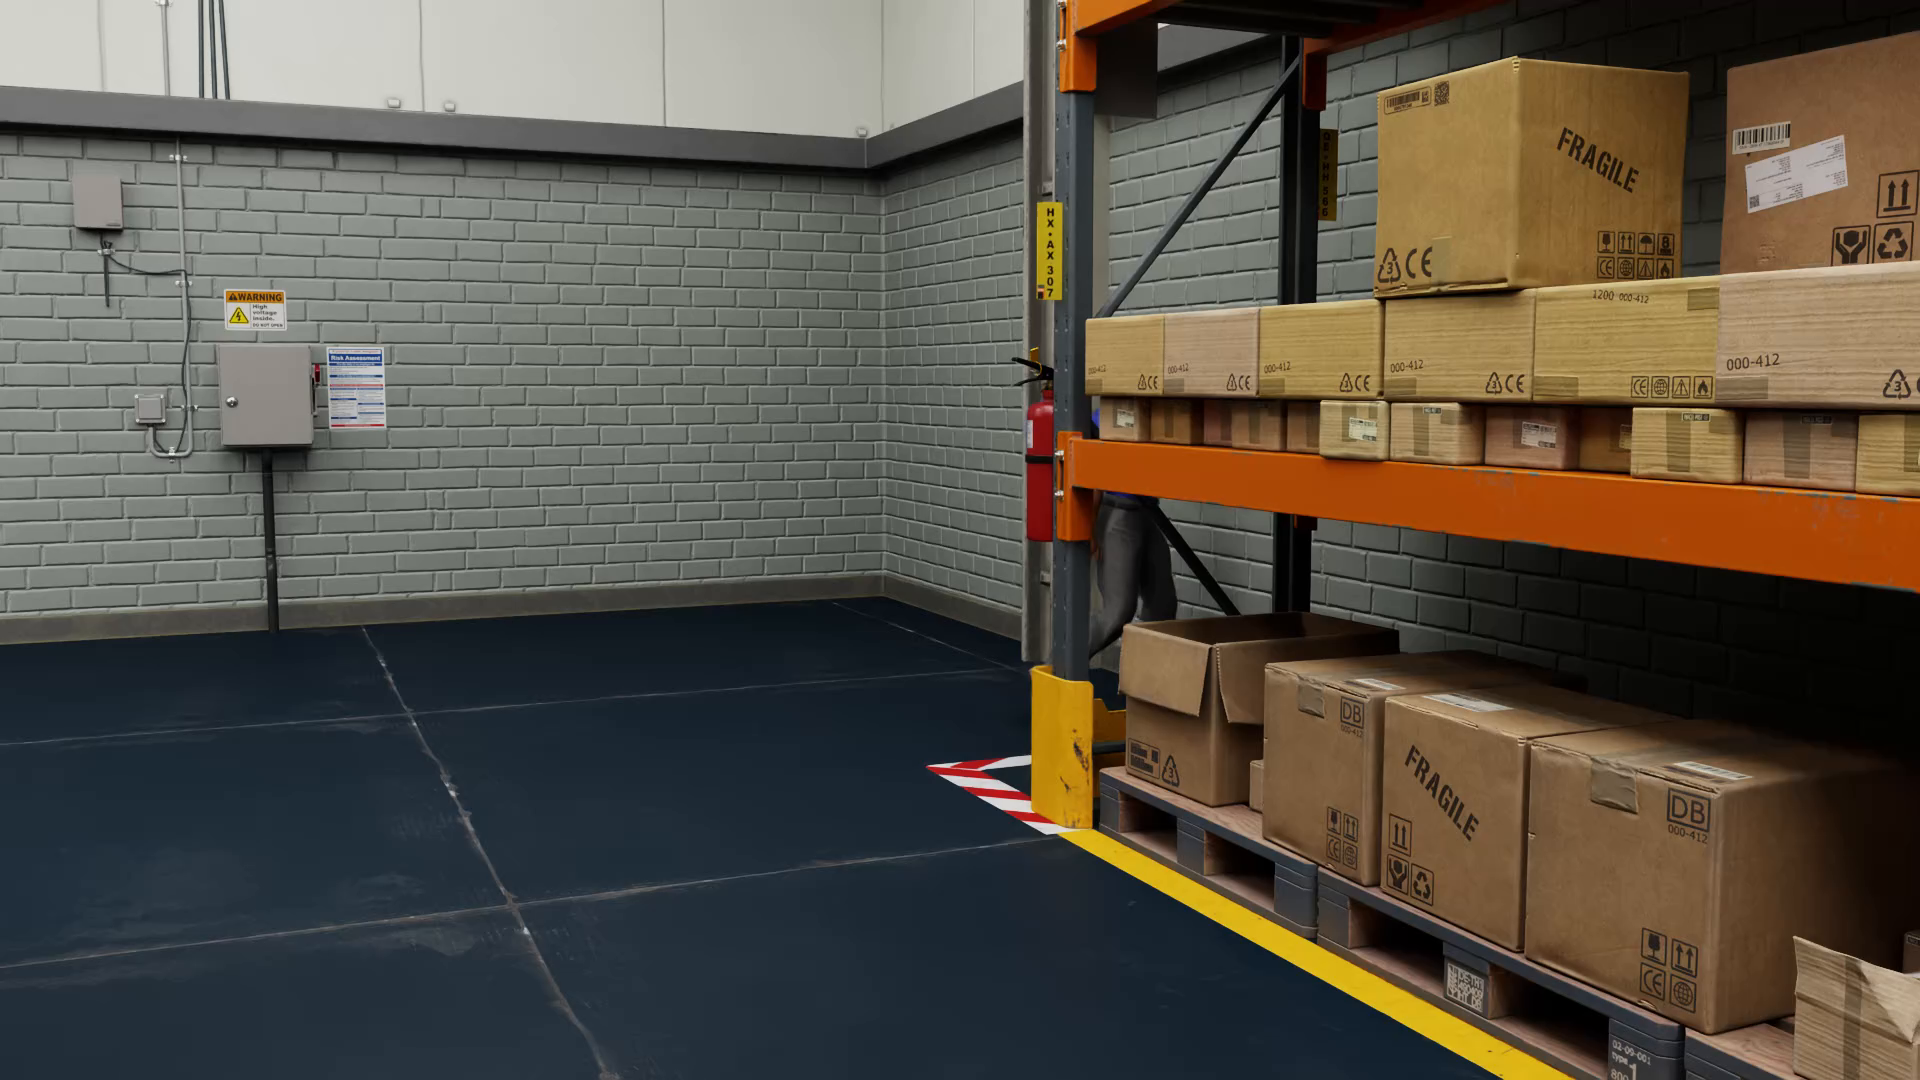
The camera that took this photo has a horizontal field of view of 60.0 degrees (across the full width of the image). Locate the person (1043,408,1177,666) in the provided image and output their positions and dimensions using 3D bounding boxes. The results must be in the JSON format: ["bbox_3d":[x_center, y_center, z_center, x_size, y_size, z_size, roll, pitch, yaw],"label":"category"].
[{"bbox_3d":[0.716,-0.038,7.385,0.600,1.641,0.646,4,7,34],"label":"person"}]
